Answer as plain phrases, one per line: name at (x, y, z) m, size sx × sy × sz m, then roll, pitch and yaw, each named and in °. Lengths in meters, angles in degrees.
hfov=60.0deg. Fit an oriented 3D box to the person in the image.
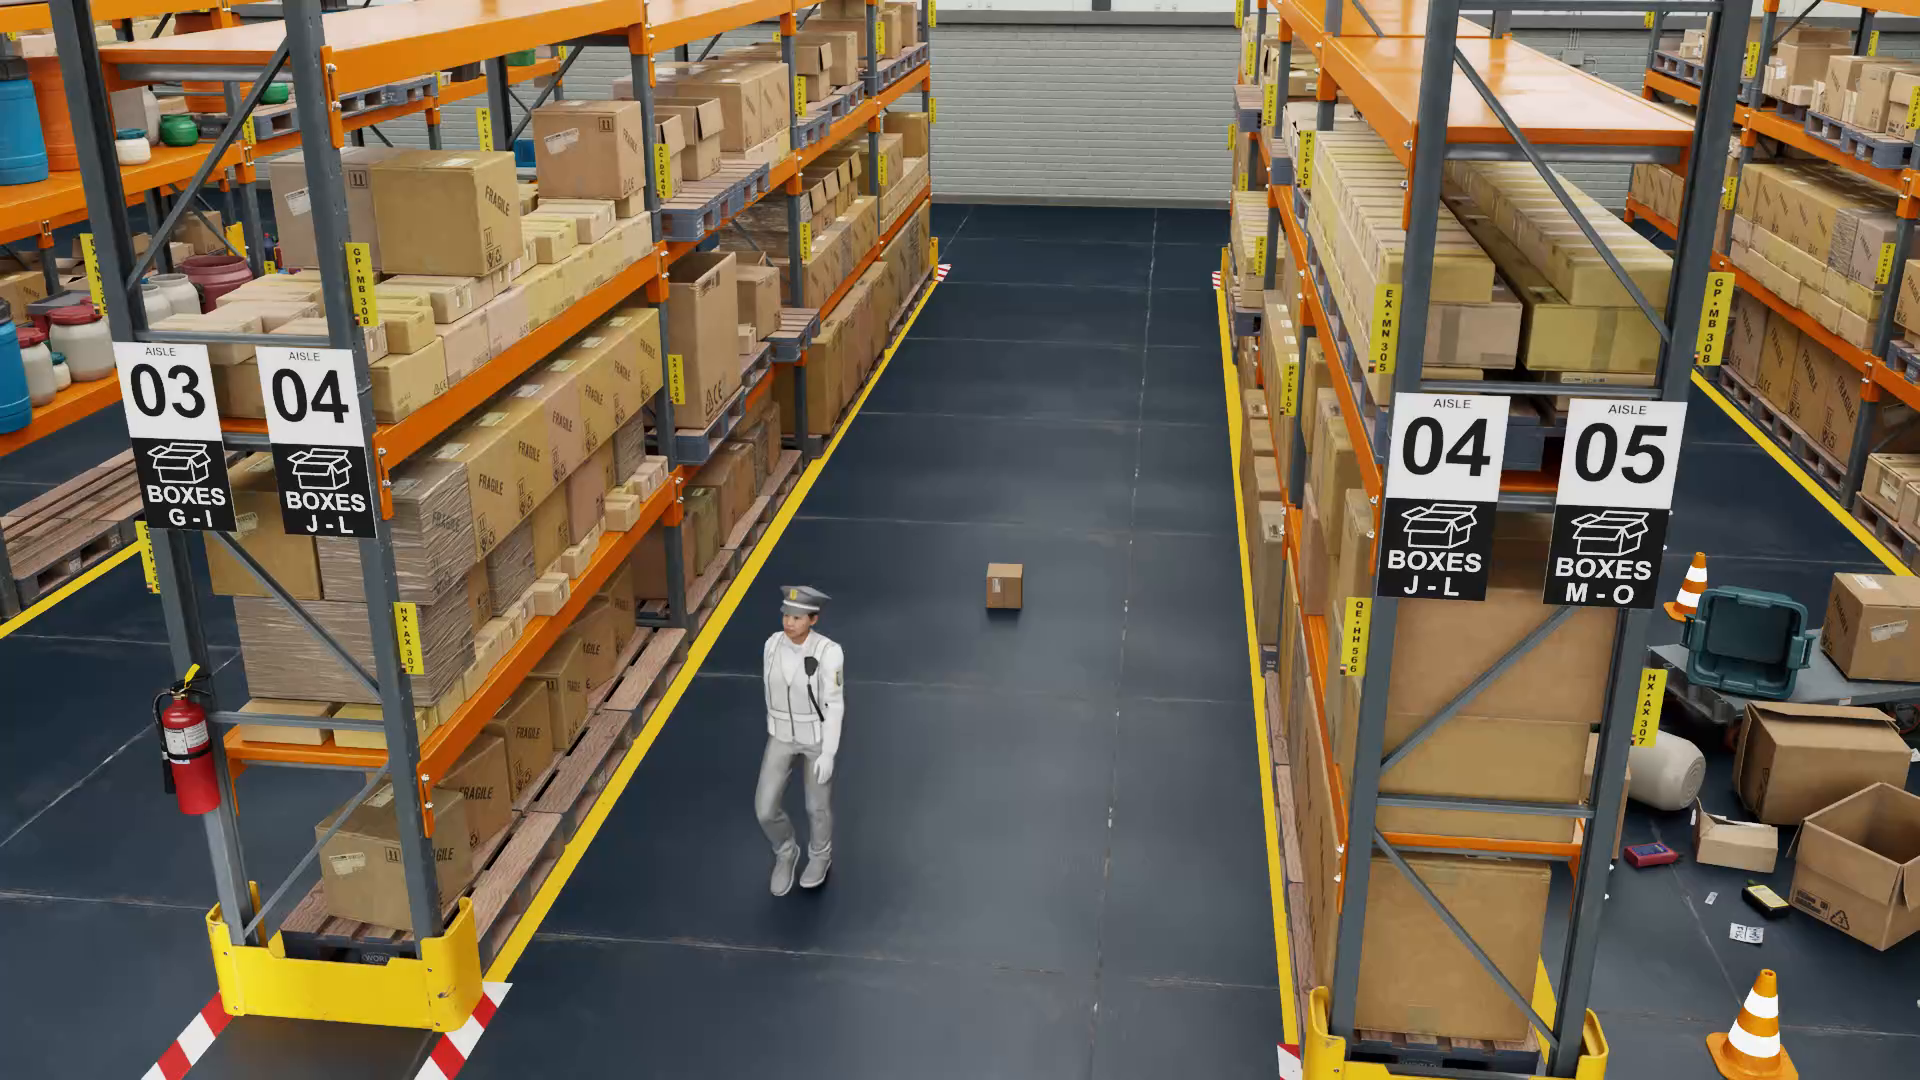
person at (-0.806, 1.033, 8.384) m, size 0.477 × 1.720 × 0.456 m, roll 6°, pitch 22°, yaw 15°
